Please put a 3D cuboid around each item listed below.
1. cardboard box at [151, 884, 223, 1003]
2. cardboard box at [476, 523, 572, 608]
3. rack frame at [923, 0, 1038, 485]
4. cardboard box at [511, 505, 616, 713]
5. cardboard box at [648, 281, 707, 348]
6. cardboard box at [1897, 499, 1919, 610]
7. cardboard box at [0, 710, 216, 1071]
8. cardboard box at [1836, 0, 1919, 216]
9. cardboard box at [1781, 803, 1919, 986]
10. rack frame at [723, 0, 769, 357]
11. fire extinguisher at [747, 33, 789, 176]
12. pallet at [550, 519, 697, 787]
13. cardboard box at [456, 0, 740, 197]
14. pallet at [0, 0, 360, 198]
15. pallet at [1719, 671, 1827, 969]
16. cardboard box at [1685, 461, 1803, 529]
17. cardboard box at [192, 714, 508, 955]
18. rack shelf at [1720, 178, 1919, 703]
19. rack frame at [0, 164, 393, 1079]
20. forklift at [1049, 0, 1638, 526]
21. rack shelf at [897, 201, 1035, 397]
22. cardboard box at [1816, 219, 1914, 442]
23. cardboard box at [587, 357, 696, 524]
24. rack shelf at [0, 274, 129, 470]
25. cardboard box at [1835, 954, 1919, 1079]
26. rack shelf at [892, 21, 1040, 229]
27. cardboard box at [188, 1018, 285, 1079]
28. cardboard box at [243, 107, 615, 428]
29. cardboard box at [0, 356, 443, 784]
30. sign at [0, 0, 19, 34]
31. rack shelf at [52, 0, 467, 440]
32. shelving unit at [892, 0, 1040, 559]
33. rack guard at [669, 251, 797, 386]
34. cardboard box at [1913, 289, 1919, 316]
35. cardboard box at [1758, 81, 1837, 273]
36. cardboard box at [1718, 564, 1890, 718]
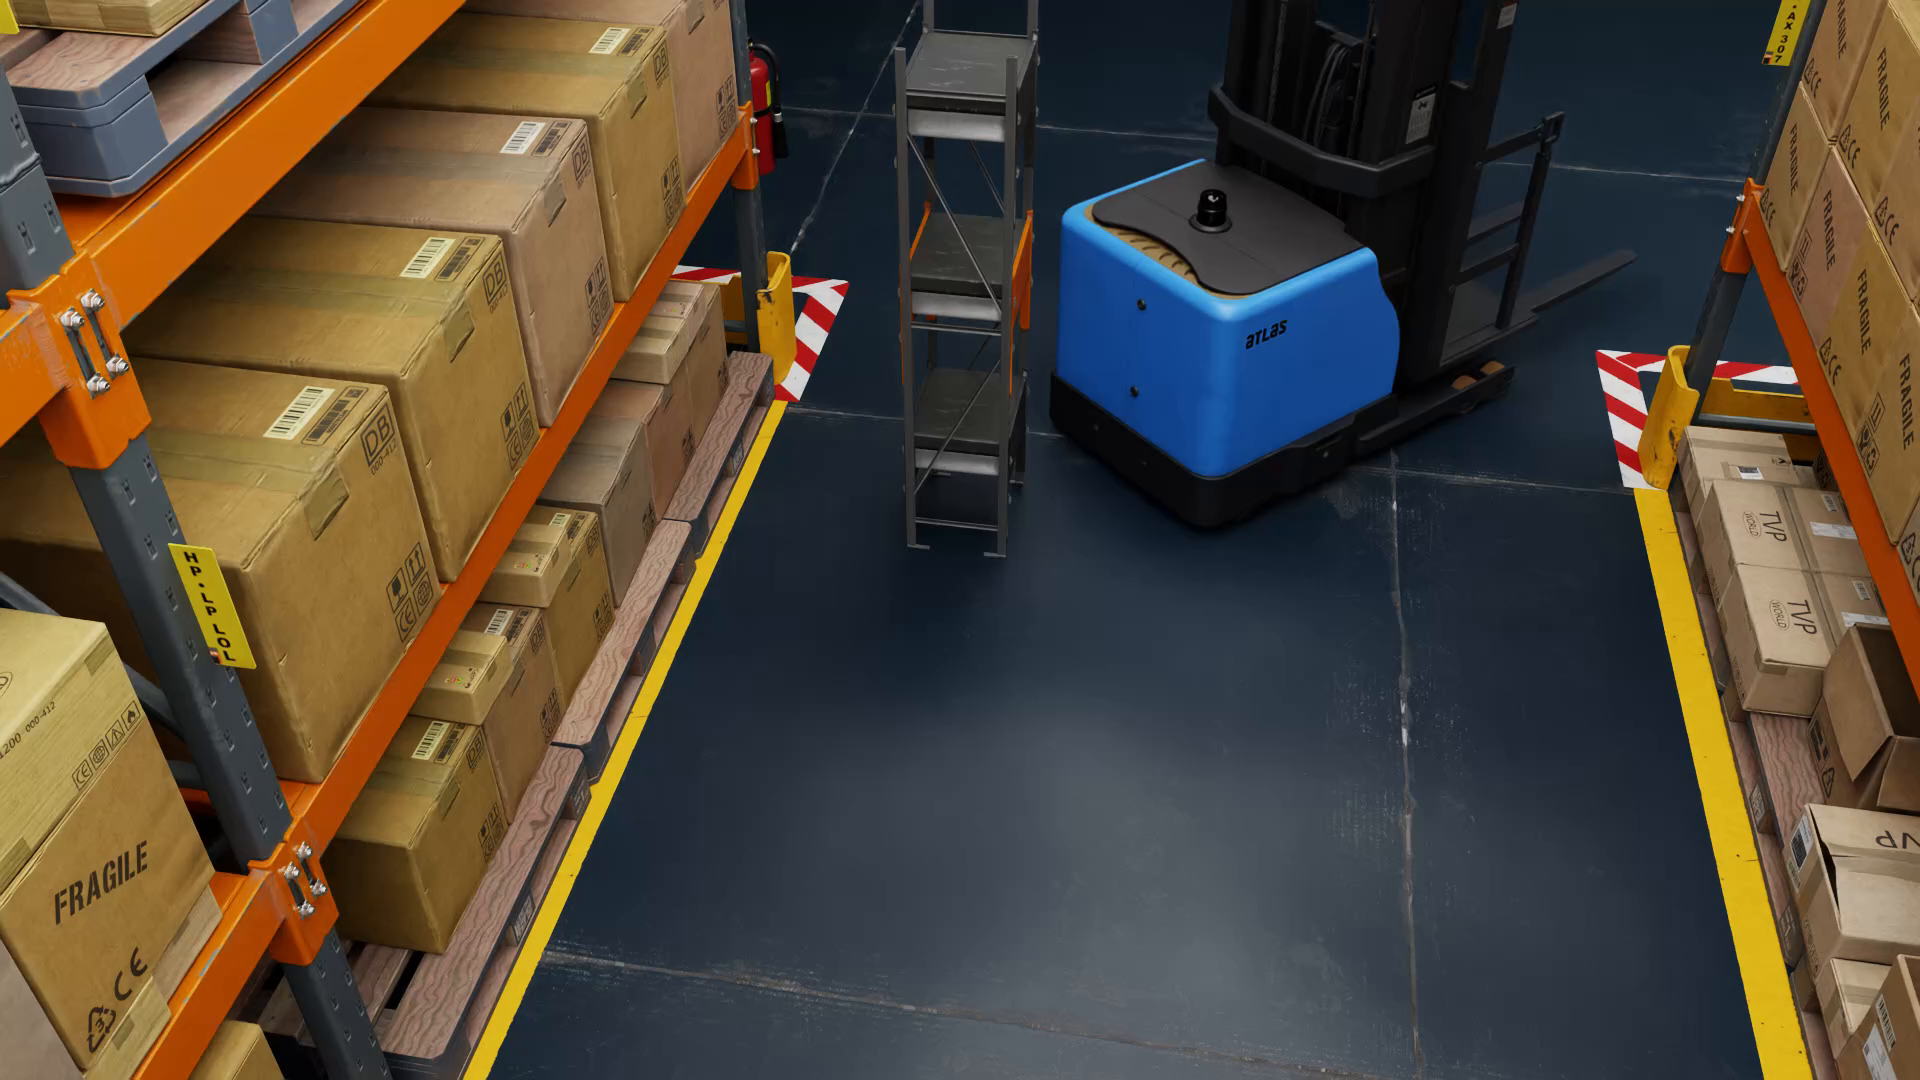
[{"bbox_3d":[-1.837,0.832,3.571,0.380,0.149,0.250,7,40,8],"label":"cardboard box"},{"bbox_3d":[-1.498,0.071,5.433,0.380,0.149,0.250,5,40,6],"label":"cardboard box"},{"bbox_3d":[0.071,-1.066,6.392,0.400,2.100,0.015,6,40,8],"label":"rack frame"},{"bbox_3d":[-1.646,0.207,5.778,0.700,0.500,0.500,7,40,9],"label":"cardboard box"},{"bbox_3d":[-1.231,-0.908,6.617,0.380,0.149,0.250,6,40,7],"label":"cardboard box"},{"bbox_3d":[2.830,0.017,4.297,0.500,0.500,0.500,7,40,9],"label":"cardboard box"},{"bbox_3d":[-1.889,0.657,3.274,0.500,0.500,0.500,6,40,7],"label":"cardboard box"},{"bbox_3d":[3.095,-1.312,5.120,0.500,0.500,0.500,7,40,8],"label":"cardboard box"},{"bbox_3d":[2.771,1.051,4.890,0.500,0.311,0.500,6,40,8],"label":"cardboard box"},{"bbox_3d":[-1.365,-2.010,6.828,1.000,3.000,0.127,6,40,8],"label":"rack frame"},{"bbox_3d":[-0.885,-1.881,7.024,0.296,0.674,0.183,6,40,8],"label":"fire extinguisher"},{"bbox_3d":[-1.640,0.338,6.175,1.003,0.211,1.213,6,40,8],"label":"pallet"},{"bbox_3d":[-1.444,-1.805,6.343,0.980,0.700,0.700,8,40,10],"label":"cardboard box"},{"bbox_3d":[-1.906,-1.134,3.483,1.003,0.211,1.213,6,40,8],"label":"pallet"},{"bbox_3d":[3.151,0.920,5.472,1.003,0.211,1.213,6,40,8],"label":"pallet"},{"bbox_3d":[3.060,-0.162,6.471,0.380,0.166,0.250,6,40,8],"label":"cardboard box"},{"bbox_3d":[-1.827,0.843,5.008,0.700,0.500,0.500,7,40,8],"label":"cardboard box"},{"bbox_3d":[3.168,0.066,4.881,1.077,0.370,4.000,6,40,8],"label":"rack shelf"},{"bbox_3d":[-2.058,0.500,3.791,1.000,3.000,0.127,6,40,8],"label":"rack frame"},{"bbox_3d":[1.880,-1.943,6.800,3.031,2.935,1.130,-25,46,-27],"label":"forklift"},{"bbox_3d":[0.029,-0.903,6.215,0.431,0.518,0.480,6,40,8],"label":"rack shelf"},{"bbox_3d":[3.004,-0.617,5.063,0.500,0.500,0.500,6,40,8],"label":"cardboard box"},{"bbox_3d":[-1.475,-0.444,6.566,0.700,0.500,0.500,6,40,8],"label":"cardboard box"},{"bbox_3d":[-2.404,0.876,1.547,1.077,0.370,4.000,6,40,8],"label":"rack shelf"},{"bbox_3d":[2.641,1.449,4.260,0.500,0.500,0.500,6,40,8],"label":"cardboard box"},{"bbox_3d":[0.029,-1.442,5.769,0.431,0.518,0.480,6,40,8],"label":"rack shelf"},{"bbox_3d":[-2.042,1.589,3.832,0.750,0.750,0.750,7,40,8],"label":"cardboard box"},{"bbox_3d":[-1.700,-0.870,5.212,0.980,0.700,0.700,5,40,6],"label":"cardboard box"},{"bbox_3d":[-1.948,0.046,4.105,0.980,0.700,0.700,7,40,8],"label":"cardboard box"},{"bbox_3d":[-1.521,-0.923,2.505,0.100,0.325,0.005,6,40,8],"label":"sign"},{"bbox_3d":[-1.711,-1.634,4.583,1.077,0.370,4.000,6,40,8],"label":"rack shelf"},{"bbox_3d":[0.029,-0.913,6.207,0.431,2.100,0.503,6,40,8],"label":"shelving unit"},{"bbox_3d":[-1.361,-1.062,7.642,1.175,0.500,0.348,6,40,8],"label":"rack guard"},{"bbox_3d":[2.916,-0.680,4.355,0.500,0.500,0.500,6,40,7],"label":"cardboard box"},{"bbox_3d":[3.178,-1.256,5.836,0.500,0.500,0.500,7,40,9],"label":"cardboard box"},{"bbox_3d":[2.968,0.361,5.772,0.500,0.250,0.500,6,40,8],"label":"cardboard box"}]
